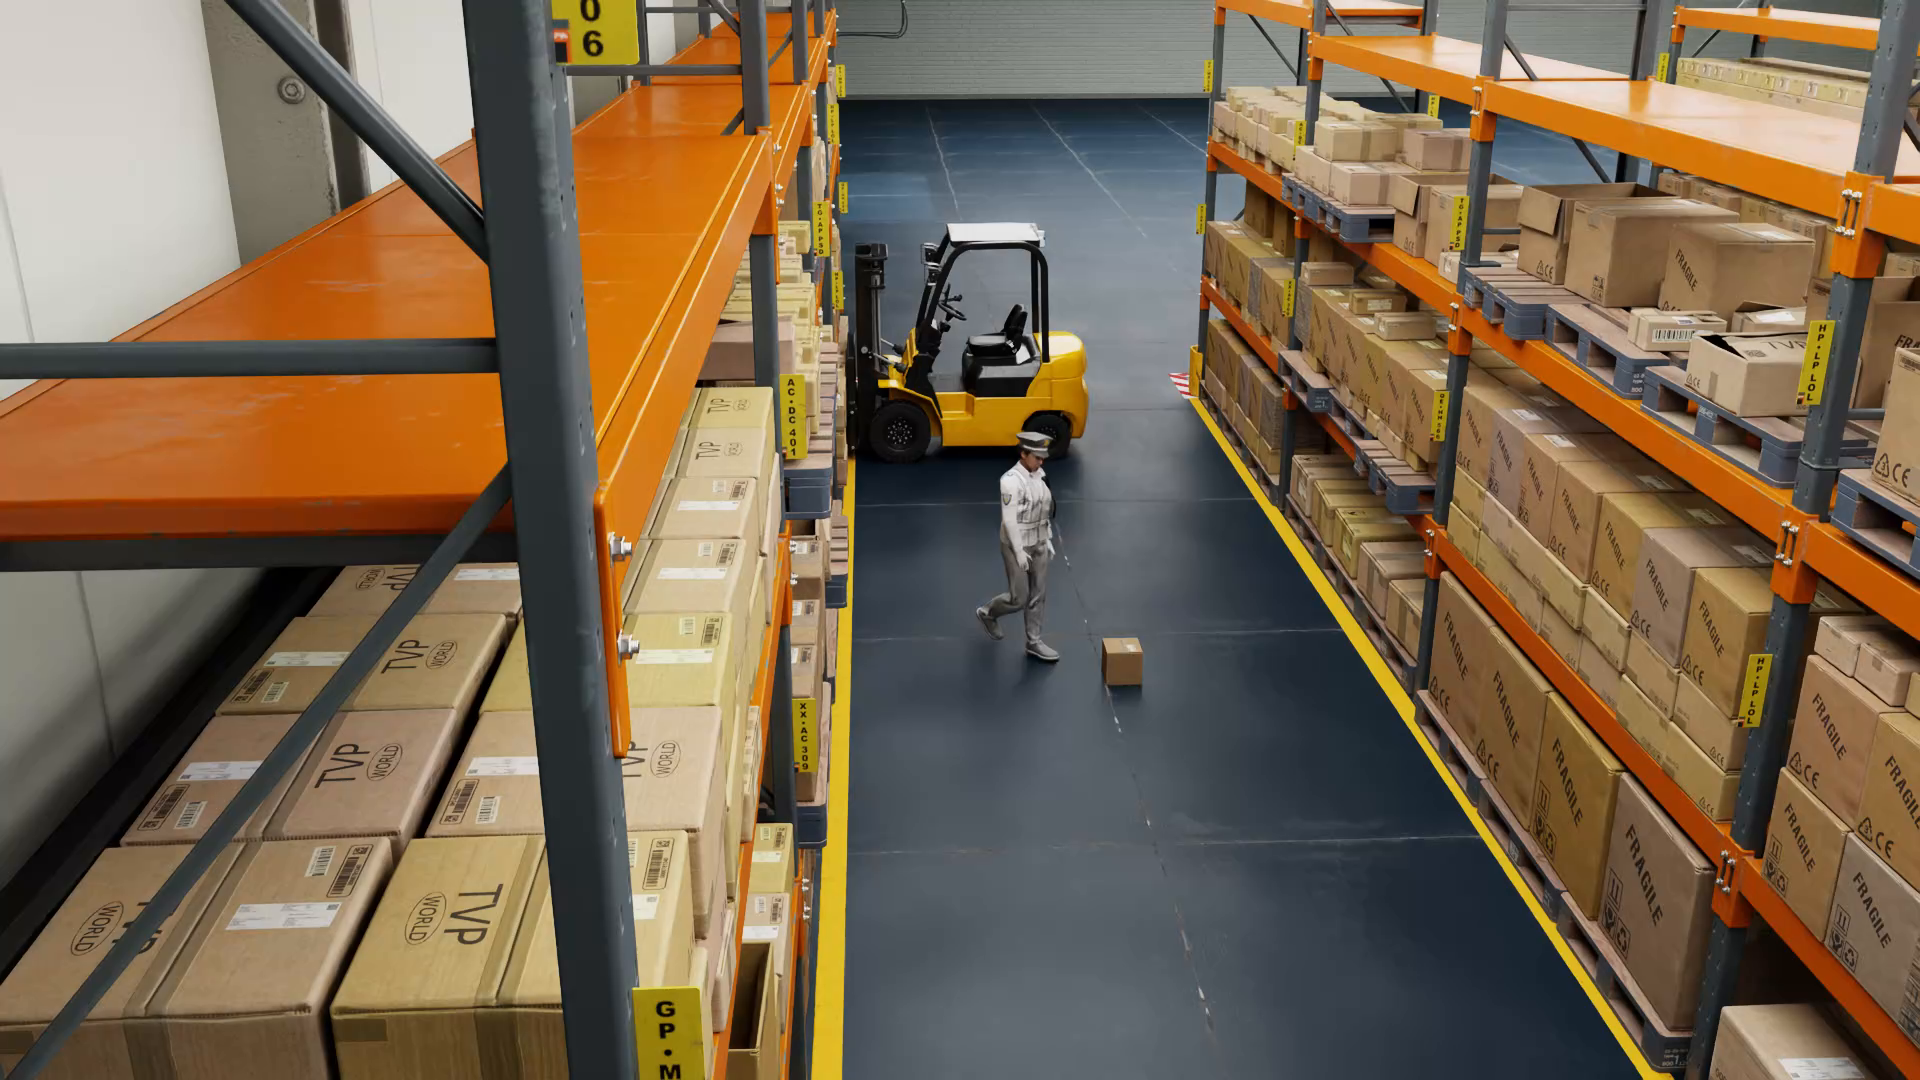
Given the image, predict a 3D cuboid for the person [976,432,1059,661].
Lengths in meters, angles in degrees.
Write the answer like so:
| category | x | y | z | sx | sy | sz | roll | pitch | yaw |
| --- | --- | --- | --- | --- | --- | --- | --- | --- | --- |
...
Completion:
| category | x | y | z | sx | sy | sz | roll | pitch | yaw |
| --- | --- | --- | --- | --- | --- | --- | --- | --- | --- |
| person | 0.437 | 0.029 | 11.778 | 0.625 | 1.657 | 0.512 | 17 | 27 | 39 |
